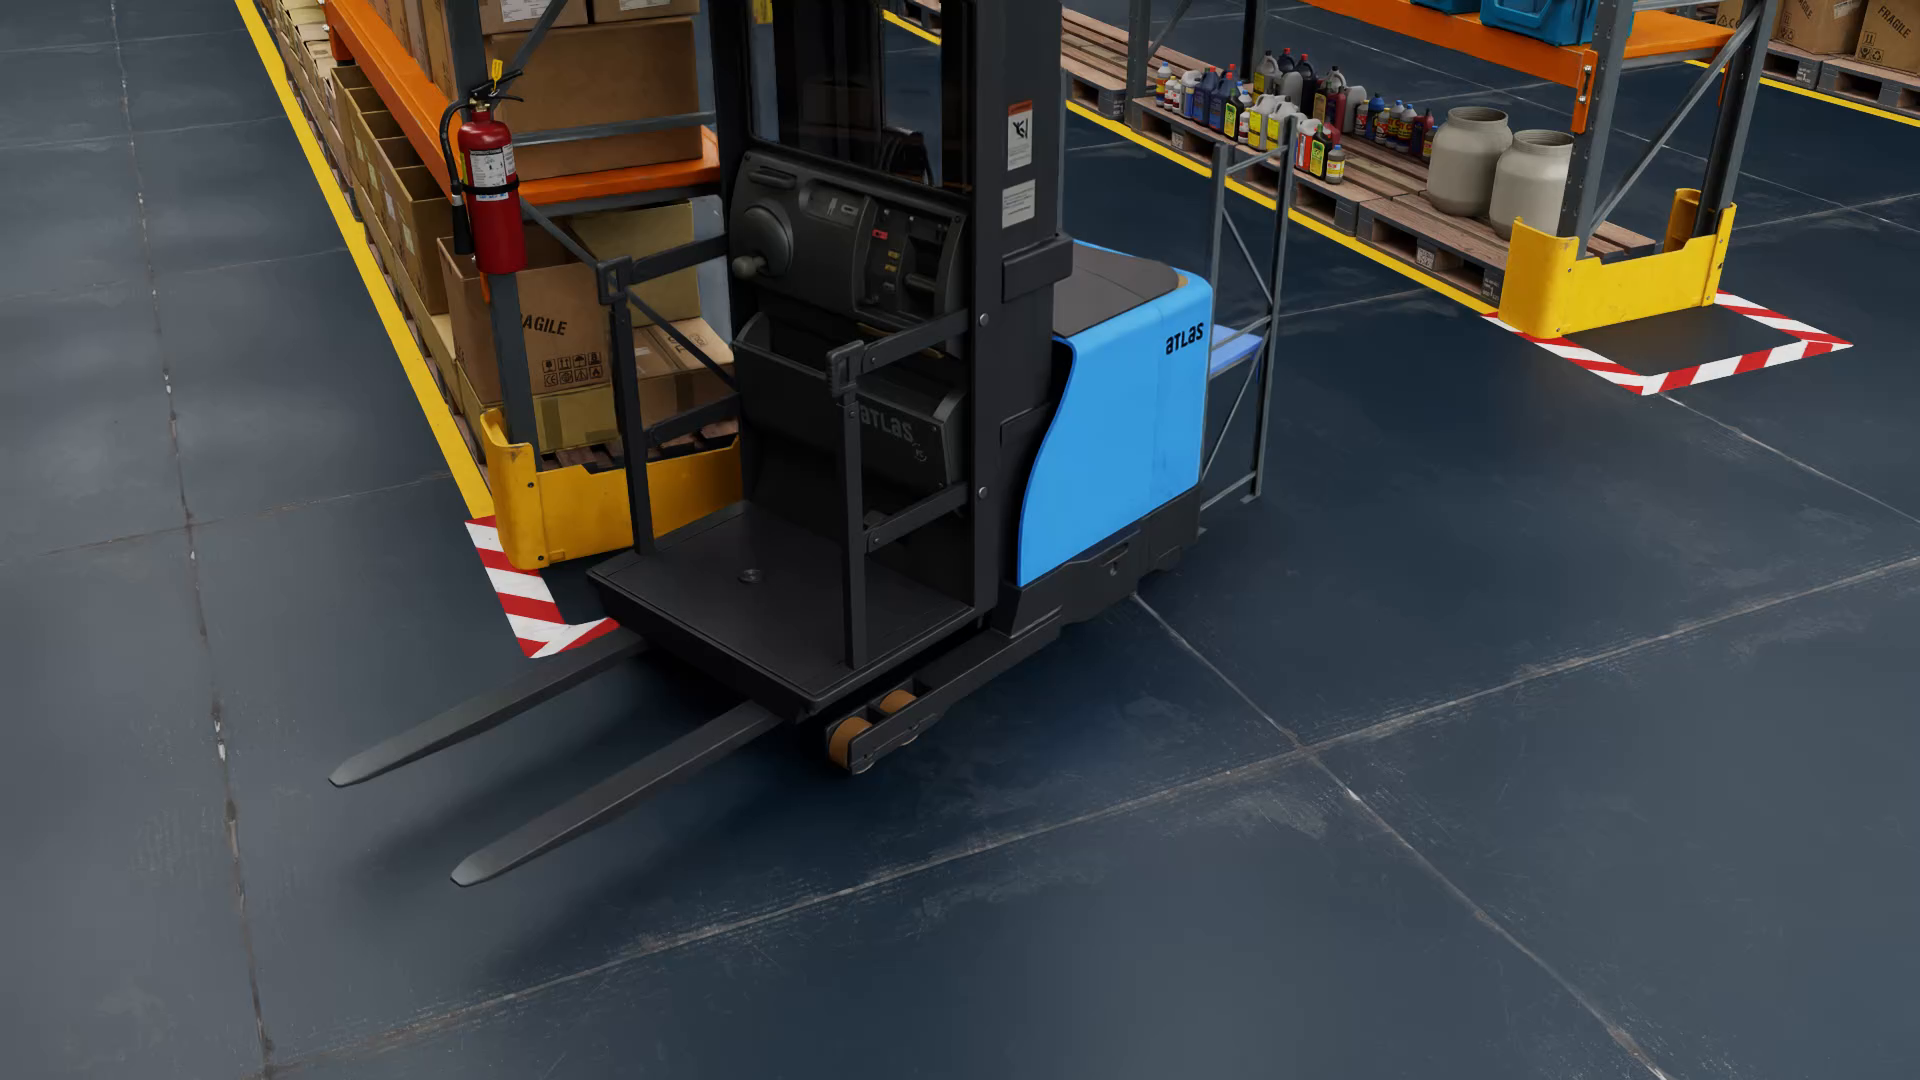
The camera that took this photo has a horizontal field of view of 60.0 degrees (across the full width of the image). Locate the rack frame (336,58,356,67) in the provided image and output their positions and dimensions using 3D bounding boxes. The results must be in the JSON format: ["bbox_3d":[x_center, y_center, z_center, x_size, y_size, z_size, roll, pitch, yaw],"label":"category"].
[{"bbox_3d":[-2.887,-3.164,8.825,1.000,3.000,0.127,-13,32,-22],"label":"rack frame"}]

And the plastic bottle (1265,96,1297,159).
[{"bbox_3d":[1.903,-2.442,9.796,0.144,0.351,0.185,-12,31,-20],"label":"plastic bottle"}]

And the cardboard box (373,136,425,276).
[{"bbox_3d":[-2.325,-1.542,7.548,0.500,0.500,0.500,-13,32,-22],"label":"cardboard box"}]

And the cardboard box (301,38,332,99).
[{"bbox_3d":[-3.761,-2.960,10.271,0.500,0.311,0.500,-13,32,-22],"label":"cardboard box"}]

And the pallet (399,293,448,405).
[{"bbox_3d":[-2.056,-1.048,7.902,1.003,0.211,1.213,-13,32,-22],"label":"pallet"}]

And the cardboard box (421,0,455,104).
[{"bbox_3d":[-1.797,-2.101,6.827,0.700,0.500,0.500,-13,32,-22],"label":"cardboard box"}]

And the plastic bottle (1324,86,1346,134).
[{"bbox_3d":[2.316,-2.663,10.259,0.061,0.283,0.133,-13,32,-22],"label":"plastic bottle"}]

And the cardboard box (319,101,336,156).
[{"bbox_3d":[-3.543,-2.494,10.012,0.500,0.250,0.500,-14,32,-23],"label":"cardboard box"}]

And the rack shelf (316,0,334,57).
[{"bbox_3d":[-3.746,-3.733,10.577,1.077,0.370,4.000,-13,32,-22],"label":"rack shelf"}]

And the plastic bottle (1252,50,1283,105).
[{"bbox_3d":[1.995,-2.984,10.764,0.144,0.351,0.185,-13,32,-22],"label":"plastic bottle"}]

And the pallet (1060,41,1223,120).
[{"bbox_3d":[1.216,-3.325,11.963,1.003,0.211,1.213,-13,32,-22],"label":"pallet"}]

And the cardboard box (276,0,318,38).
[{"bbox_3d":[-4.412,-3.636,11.476,0.500,0.311,0.500,-14,32,-23],"label":"cardboard box"}]

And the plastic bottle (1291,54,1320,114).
[{"bbox_3d":[2.207,-2.930,10.667,0.144,0.351,0.185,-15,32,-24],"label":"plastic bottle"}]

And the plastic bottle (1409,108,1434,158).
[{"bbox_3d":[2.728,-2.412,9.813,0.061,0.283,0.133,-13,32,-21],"label":"plastic bottle"}]

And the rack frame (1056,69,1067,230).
[{"bbox_3d":[0.240,-1.067,6.620,0.032,1.500,0.500,23,36,34],"label":"rack frame"}]

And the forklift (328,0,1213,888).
[{"bbox_3d":[-0.489,-0.859,4.785,1.130,2.935,3.031,24,37,36],"label":"forklift"}]

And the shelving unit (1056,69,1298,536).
[{"bbox_3d":[0.627,-0.907,6.333,1.048,1.500,0.538,23,36,34],"label":"shelving unit"}]

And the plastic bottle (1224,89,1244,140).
[{"bbox_3d":[1.674,-2.600,10.148,0.061,0.283,0.133,-12,31,-20],"label":"plastic bottle"}]

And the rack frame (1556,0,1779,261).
[{"bbox_3d":[3.305,-2.435,7.526,1.000,3.000,0.127,-13,32,-22],"label":"rack frame"}]

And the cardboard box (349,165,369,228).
[{"bbox_3d":[-2.962,-1.879,8.916,0.500,0.250,0.500,-13,32,-22],"label":"cardboard box"}]

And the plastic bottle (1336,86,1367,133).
[{"bbox_3d":[2.412,-2.682,10.301,0.152,0.276,0.135,-12,32,-21],"label":"plastic bottle"}]

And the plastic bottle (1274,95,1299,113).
[{"bbox_3d":[1.946,-2.533,10.036,0.152,0.276,0.135,-13,32,-22],"label":"plastic bottle"}]

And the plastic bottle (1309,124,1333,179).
[{"bbox_3d":[2.054,-2.209,9.450,0.061,0.283,0.133,-12,32,-21],"label":"plastic bottle"}]

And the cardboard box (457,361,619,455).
[{"bbox_3d":[-1.667,-0.555,6.556,0.500,0.250,0.500,-13,32,-22],"label":"cardboard box"}]

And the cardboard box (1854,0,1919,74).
[{"bbox_3d":[6.787,-3.641,11.802,0.500,0.500,0.500,-16,33,-26],"label":"cardboard box"}]

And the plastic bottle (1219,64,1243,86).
[{"bbox_3d":[1.690,-2.825,10.480,0.144,0.351,0.185,-13,32,-22],"label":"plastic bottle"}]

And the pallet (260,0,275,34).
[{"bbox_3d":[-5.411,-4.590,14.220,1.003,0.211,1.213,-13,32,-22],"label":"pallet"}]

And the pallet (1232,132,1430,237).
[{"bbox_3d":[2.366,-2.141,9.852,1.003,0.211,1.213,-13,32,-22],"label":"pallet"}]

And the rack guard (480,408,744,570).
[{"bbox_3d":[-1.160,-0.296,6.266,1.175,0.500,0.348,-13,32,-22],"label":"rack guard"}]

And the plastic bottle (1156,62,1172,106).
[{"bbox_3d":[1.329,-2.971,10.821,0.097,0.271,0.097,0,29,0],"label":"plastic bottle"}]

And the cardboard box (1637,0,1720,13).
[{"bbox_3d":[5.817,-4.619,13.527,0.700,0.500,0.500,-16,33,-26],"label":"cardboard box"}]

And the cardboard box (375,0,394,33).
[{"bbox_3d":[-2.459,-2.781,8.040,0.700,0.500,0.500,-13,32,-22],"label":"cardboard box"}]

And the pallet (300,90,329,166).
[{"bbox_3d":[-3.766,-2.804,11.035,1.003,0.211,1.213,-13,32,-22],"label":"pallet"}]

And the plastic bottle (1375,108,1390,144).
[{"bbox_3d":[2.576,-2.512,10.074,0.097,0.201,0.097,0,29,0],"label":"plastic bottle"}]

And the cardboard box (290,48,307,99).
[{"bbox_3d":[-4.200,-3.171,11.220,0.500,0.250,0.500,-14,32,-23],"label":"cardboard box"}]

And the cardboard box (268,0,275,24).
[{"bbox_3d":[-5.218,-4.396,13.129,0.500,0.500,0.500,-12,31,-20],"label":"cardboard box"}]

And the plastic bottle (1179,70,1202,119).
[{"bbox_3d":[1.493,-2.836,10.576,0.152,0.276,0.135,-12,31,-20],"label":"plastic bottle"}]

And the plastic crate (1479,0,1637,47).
[{"bbox_3d":[2.820,-2.529,7.844,0.499,0.251,0.616,-13,32,-22],"label":"plastic crate"}]

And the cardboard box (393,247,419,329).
[{"bbox_3d":[-2.322,-1.216,7.733,0.500,0.250,0.500,-13,32,-22],"label":"cardboard box"}]

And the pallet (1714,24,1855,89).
[{"bbox_3d":[6.382,-3.737,12.698,1.003,0.211,1.213,-13,32,-22],"label":"pallet"}]

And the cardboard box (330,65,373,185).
[{"bbox_3d":[-2.971,-2.204,8.729,0.500,0.500,0.500,-13,32,-22],"label":"cardboard box"}]
